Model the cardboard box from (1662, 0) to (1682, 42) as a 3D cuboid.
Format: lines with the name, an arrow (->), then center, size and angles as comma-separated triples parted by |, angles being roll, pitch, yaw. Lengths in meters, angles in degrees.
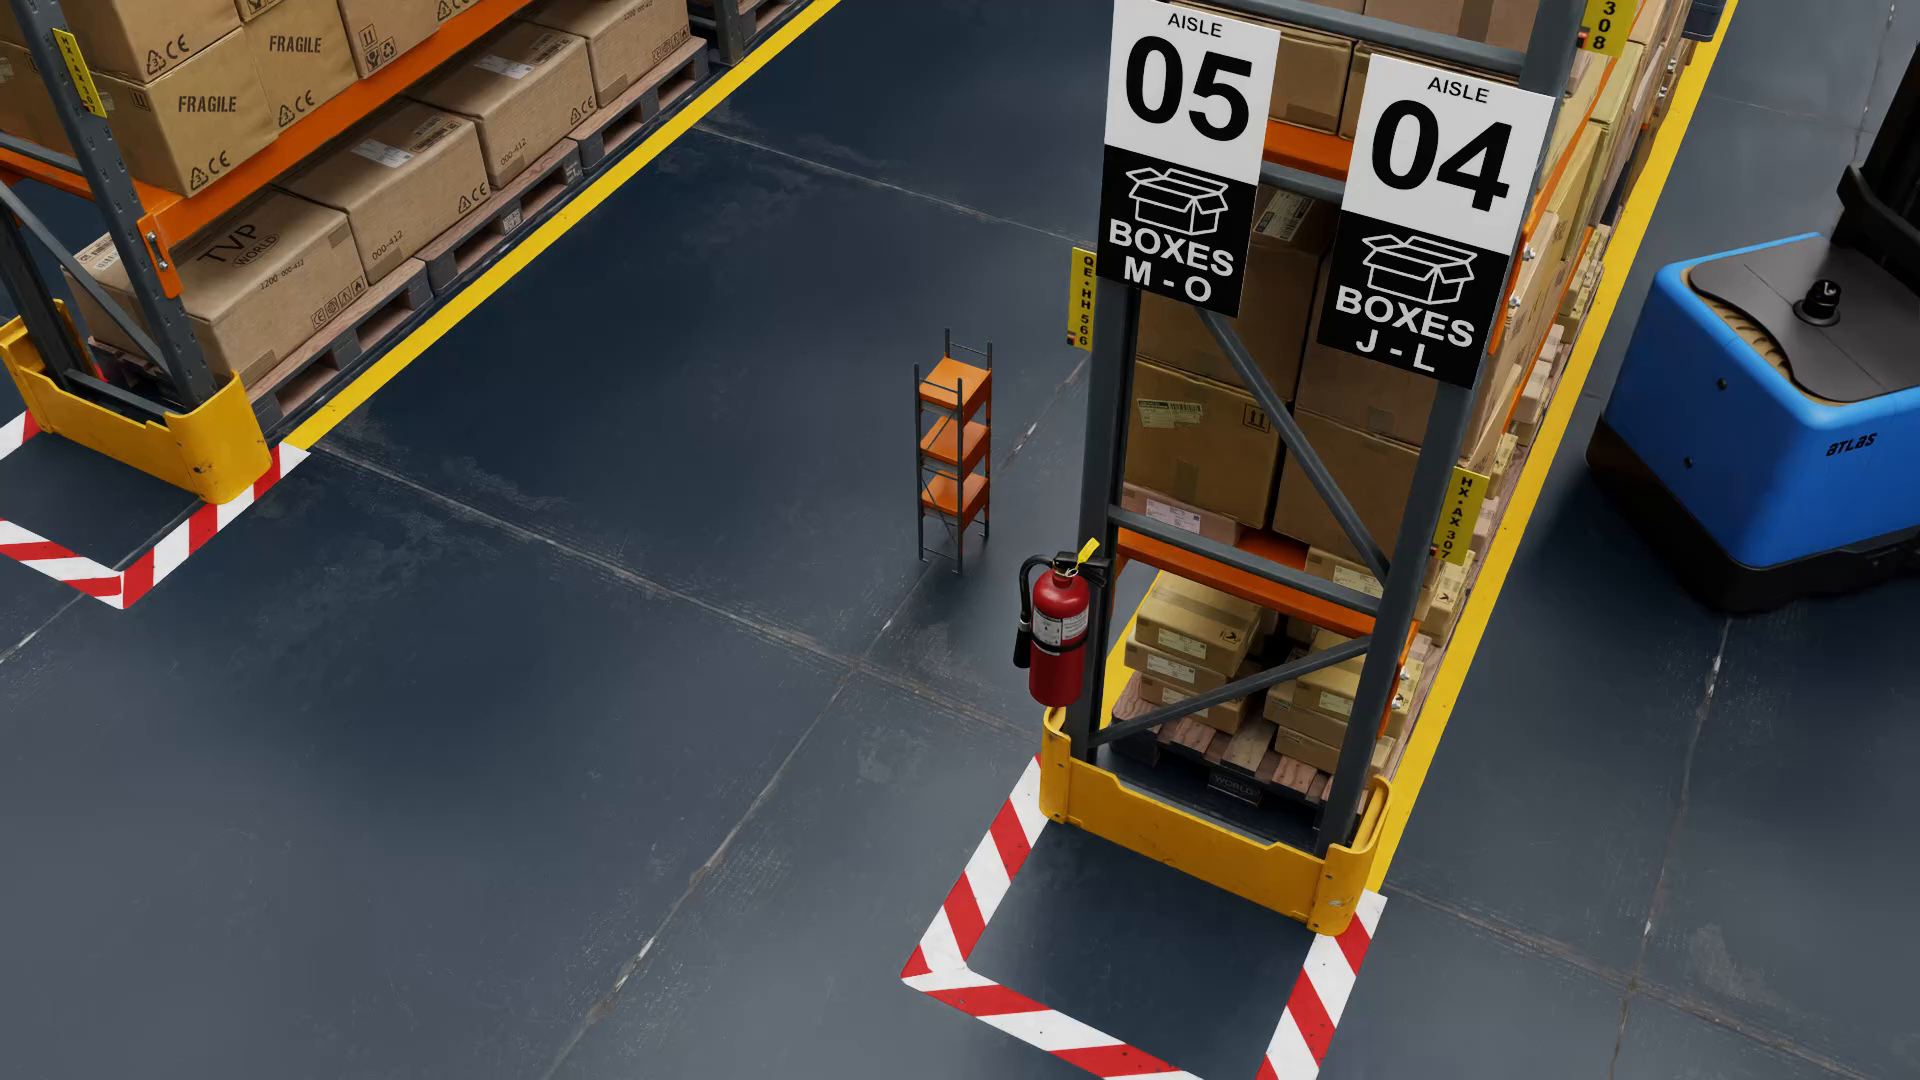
cardboard box -> 2.470, -2.233, 6.145 | 0.500, 0.500, 0.500 | 19, 48, 18

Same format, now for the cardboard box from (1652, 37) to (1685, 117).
cardboard box -> 3.260, -2.365, 8.193 | 0.500, 0.250, 0.500 | 18, 48, 17

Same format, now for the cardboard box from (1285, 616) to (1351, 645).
cardboard box -> 1.392, 0.280, 5.935 | 0.380, 0.149, 0.250 | 21, 49, 20

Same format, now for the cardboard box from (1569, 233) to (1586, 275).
cardboard box -> 2.096, -1.100, 6.185 | 0.380, 0.149, 0.250 | 21, 49, 20

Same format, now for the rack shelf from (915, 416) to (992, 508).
rack shelf -> -0.025, -0.328, 6.631 | 0.215, 0.259, 0.240 | 20, 49, 19

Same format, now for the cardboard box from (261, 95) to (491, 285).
cardboard box -> -2.969, -1.780, 8.186 | 0.875, 0.438, 0.875 | 22, 49, 20

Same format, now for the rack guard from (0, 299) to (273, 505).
rack guard -> -3.616, -0.611, 7.282 | 1.175, 0.500, 0.348 | 20, 49, 19

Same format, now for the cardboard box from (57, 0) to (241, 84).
cardboard box -> -3.130, -2.100, 6.223 | 0.500, 0.500, 0.500 | 19, 48, 18

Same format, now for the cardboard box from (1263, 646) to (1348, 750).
cardboard box -> 1.297, 0.570, 5.857 | 0.380, 0.149, 0.250 | 22, 49, 21

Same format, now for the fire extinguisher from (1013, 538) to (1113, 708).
fire extinguisher -> 0.301, 0.230, 5.010 | 0.296, 0.674, 0.183 | 20, 49, 19

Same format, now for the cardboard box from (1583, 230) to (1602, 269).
cardboard box -> 2.665, -1.325, 7.521 | 0.380, 0.149, 0.250 | 21, 49, 20

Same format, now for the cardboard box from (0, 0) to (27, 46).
cardboard box -> -3.592, -2.274, 6.395 | 0.500, 0.500, 0.500 | 22, 49, 20

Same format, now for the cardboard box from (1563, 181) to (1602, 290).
cardboard box -> 1.975, -1.239, 5.866 | 0.500, 0.500, 0.500 | 19, 48, 18

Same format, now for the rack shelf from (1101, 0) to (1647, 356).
rack shelf -> 1.755, -1.996, 5.290 | 1.077, 0.370, 4.000 | 20, 49, 19

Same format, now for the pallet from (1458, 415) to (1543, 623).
pallet -> 1.838, -0.268, 7.146 | 1.003, 0.211, 1.213 | 20, 49, 19

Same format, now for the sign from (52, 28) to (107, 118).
sign -> -3.116, -1.650, 5.887 | 0.100, 0.325, 0.005 | 20, 49, 19

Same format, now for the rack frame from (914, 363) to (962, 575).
rack frame -> -0.081, -0.258, 6.547 | 0.200, 1.050, 0.008 | 20, 49, 19

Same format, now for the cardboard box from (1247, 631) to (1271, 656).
cardboard box -> 0.988, 0.242, 6.182 | 0.380, 0.149, 0.250 | 19, 48, 18

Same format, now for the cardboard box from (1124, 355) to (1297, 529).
cardboard box -> 0.807, -0.442, 5.078 | 0.500, 0.500, 0.500 | 21, 49, 20

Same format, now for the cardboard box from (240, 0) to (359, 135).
cardboard box -> -2.917, -2.076, 6.902 | 0.500, 0.500, 0.500 | 20, 49, 19

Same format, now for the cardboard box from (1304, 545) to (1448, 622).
cardboard box -> 1.267, 0.058, 5.040 | 0.380, 0.149, 0.250 | 20, 49, 19

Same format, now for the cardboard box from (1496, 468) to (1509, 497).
cardboard box -> 2.060, -0.283, 6.910 | 0.380, 0.149, 0.250 | 20, 49, 19

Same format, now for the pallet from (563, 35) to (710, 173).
pallet -> -2.170, -2.591, 9.443 | 1.003, 0.211, 1.213 | 20, 49, 19

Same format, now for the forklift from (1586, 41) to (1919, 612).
forklift -> 4.315, -1.373, 6.326 | 3.031, 2.935, 1.130 | -14, 47, -13

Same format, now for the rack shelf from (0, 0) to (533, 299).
rack shelf -> -2.676, -2.512, 7.909 | 1.077, 0.370, 4.000 | 20, 49, 19

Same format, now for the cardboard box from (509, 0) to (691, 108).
cardboard box -> -2.134, -2.912, 9.305 | 0.875, 0.438, 0.875 | 20, 49, 19

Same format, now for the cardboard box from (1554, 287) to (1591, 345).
cardboard box -> 2.595, -1.052, 7.460 | 0.380, 0.149, 0.250 | 19, 48, 18

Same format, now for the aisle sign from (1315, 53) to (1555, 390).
aisle sign -> 1.058, -0.703, 3.788 | 0.394, 0.787, 0.004 | 20, 49, 19

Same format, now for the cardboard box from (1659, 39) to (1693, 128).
cardboard box -> 3.505, -2.435, 8.790 | 0.500, 0.500, 0.500 | 23, 50, 21

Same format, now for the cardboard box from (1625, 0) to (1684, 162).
cardboard box -> 2.467, -1.869, 6.489 | 0.500, 0.500, 0.500 | 19, 48, 18

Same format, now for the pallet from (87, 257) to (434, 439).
pallet -> -3.303, -1.054, 7.924 | 1.003, 0.211, 1.213 | 20, 49, 19

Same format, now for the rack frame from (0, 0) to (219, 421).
rack frame -> -3.605, -1.505, 6.408 | 1.000, 3.000, 0.127 | 20, 49, 19

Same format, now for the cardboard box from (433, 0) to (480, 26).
cardboard box -> -2.448, -2.711, 7.530 | 0.500, 0.500, 0.500 | 22, 49, 20

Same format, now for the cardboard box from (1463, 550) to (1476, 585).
cardboard box -> 1.725, 0.107, 6.315 | 0.380, 0.149, 0.250 | 22, 49, 20

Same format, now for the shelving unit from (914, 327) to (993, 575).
shelving unit -> -0.025, -0.335, 6.623 | 0.215, 1.050, 0.252 | 20, 49, 19

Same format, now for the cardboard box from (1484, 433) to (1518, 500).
cardboard box -> 1.964, -0.342, 6.550 | 0.380, 0.149, 0.250 | 21, 49, 20

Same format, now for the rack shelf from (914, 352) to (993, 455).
rack shelf -> -0.025, -0.527, 6.429 | 0.215, 0.259, 0.240 | 20, 49, 19

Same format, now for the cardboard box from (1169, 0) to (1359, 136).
cardboard box -> 0.803, -1.310, 4.212 | 0.500, 0.250, 0.500 | 19, 48, 18

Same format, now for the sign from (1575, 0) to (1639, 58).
sign -> 1.307, -1.117, 3.301 | 0.100, 0.325, 0.005 | 20, 49, 19

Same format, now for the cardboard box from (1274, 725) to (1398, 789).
cardboard box -> 1.353, 0.696, 5.942 | 0.380, 0.149, 0.250 | 21, 49, 20

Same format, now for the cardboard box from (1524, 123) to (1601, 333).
cardboard box -> 1.499, -0.941, 4.868 | 0.500, 0.500, 0.500 | 22, 49, 20

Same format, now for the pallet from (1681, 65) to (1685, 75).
pallet -> 3.609, -2.736, 9.586 | 1.003, 0.211, 1.213 | 20, 49, 19

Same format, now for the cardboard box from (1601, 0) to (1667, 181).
cardboard box -> 1.993, -1.583, 5.503 | 0.500, 0.500, 0.500 | 19, 48, 18

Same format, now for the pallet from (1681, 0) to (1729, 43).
pallet -> 3.167, -2.820, 7.843 | 1.003, 0.211, 1.213 | 20, 49, 19

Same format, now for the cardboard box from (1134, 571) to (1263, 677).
cardboard box -> 0.848, 0.294, 5.921 | 0.380, 0.149, 0.250 | 21, 49, 19

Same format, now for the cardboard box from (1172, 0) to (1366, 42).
cardboard box -> 0.815, -1.486, 4.034 | 0.500, 0.250, 0.500 | 19, 48, 18

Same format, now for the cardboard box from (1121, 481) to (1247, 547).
cardboard box -> 0.728, -0.145, 5.241 | 0.380, 0.149, 0.250 | 21, 49, 19

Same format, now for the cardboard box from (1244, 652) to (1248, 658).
cardboard box -> 0.916, 0.324, 6.310 | 0.380, 0.149, 0.250 | 22, 49, 20

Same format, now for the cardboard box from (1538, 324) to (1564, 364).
cardboard box -> 2.323, -0.827, 7.029 | 0.380, 0.149, 0.250 | 18, 48, 17

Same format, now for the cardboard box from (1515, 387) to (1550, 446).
cardboard box -> 2.323, -0.588, 7.211 | 0.380, 0.149, 0.250 | 20, 49, 19

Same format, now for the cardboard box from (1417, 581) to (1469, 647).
cardboard box -> 1.727, 0.220, 6.412 | 0.380, 0.149, 0.250 | 21, 49, 20

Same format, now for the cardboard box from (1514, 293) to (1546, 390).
cardboard box -> 1.506, -0.611, 5.246 | 0.500, 0.500, 0.500 | 21, 49, 19

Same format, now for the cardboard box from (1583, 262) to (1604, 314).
cardboard box -> 2.803, -1.240, 7.856 | 0.380, 0.149, 0.250 | 21, 49, 20

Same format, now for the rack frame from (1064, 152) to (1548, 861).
rack frame -> 0.827, 0.066, 4.856 | 1.000, 3.000, 0.127 | 20, 49, 19

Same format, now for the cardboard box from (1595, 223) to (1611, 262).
cardboard box -> 2.819, -1.401, 7.805 | 0.380, 0.149, 0.250 | 21, 49, 20

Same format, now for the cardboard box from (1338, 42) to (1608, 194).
cardboard box -> 1.261, -1.134, 4.039 | 0.500, 0.250, 0.500 | 22, 49, 20
